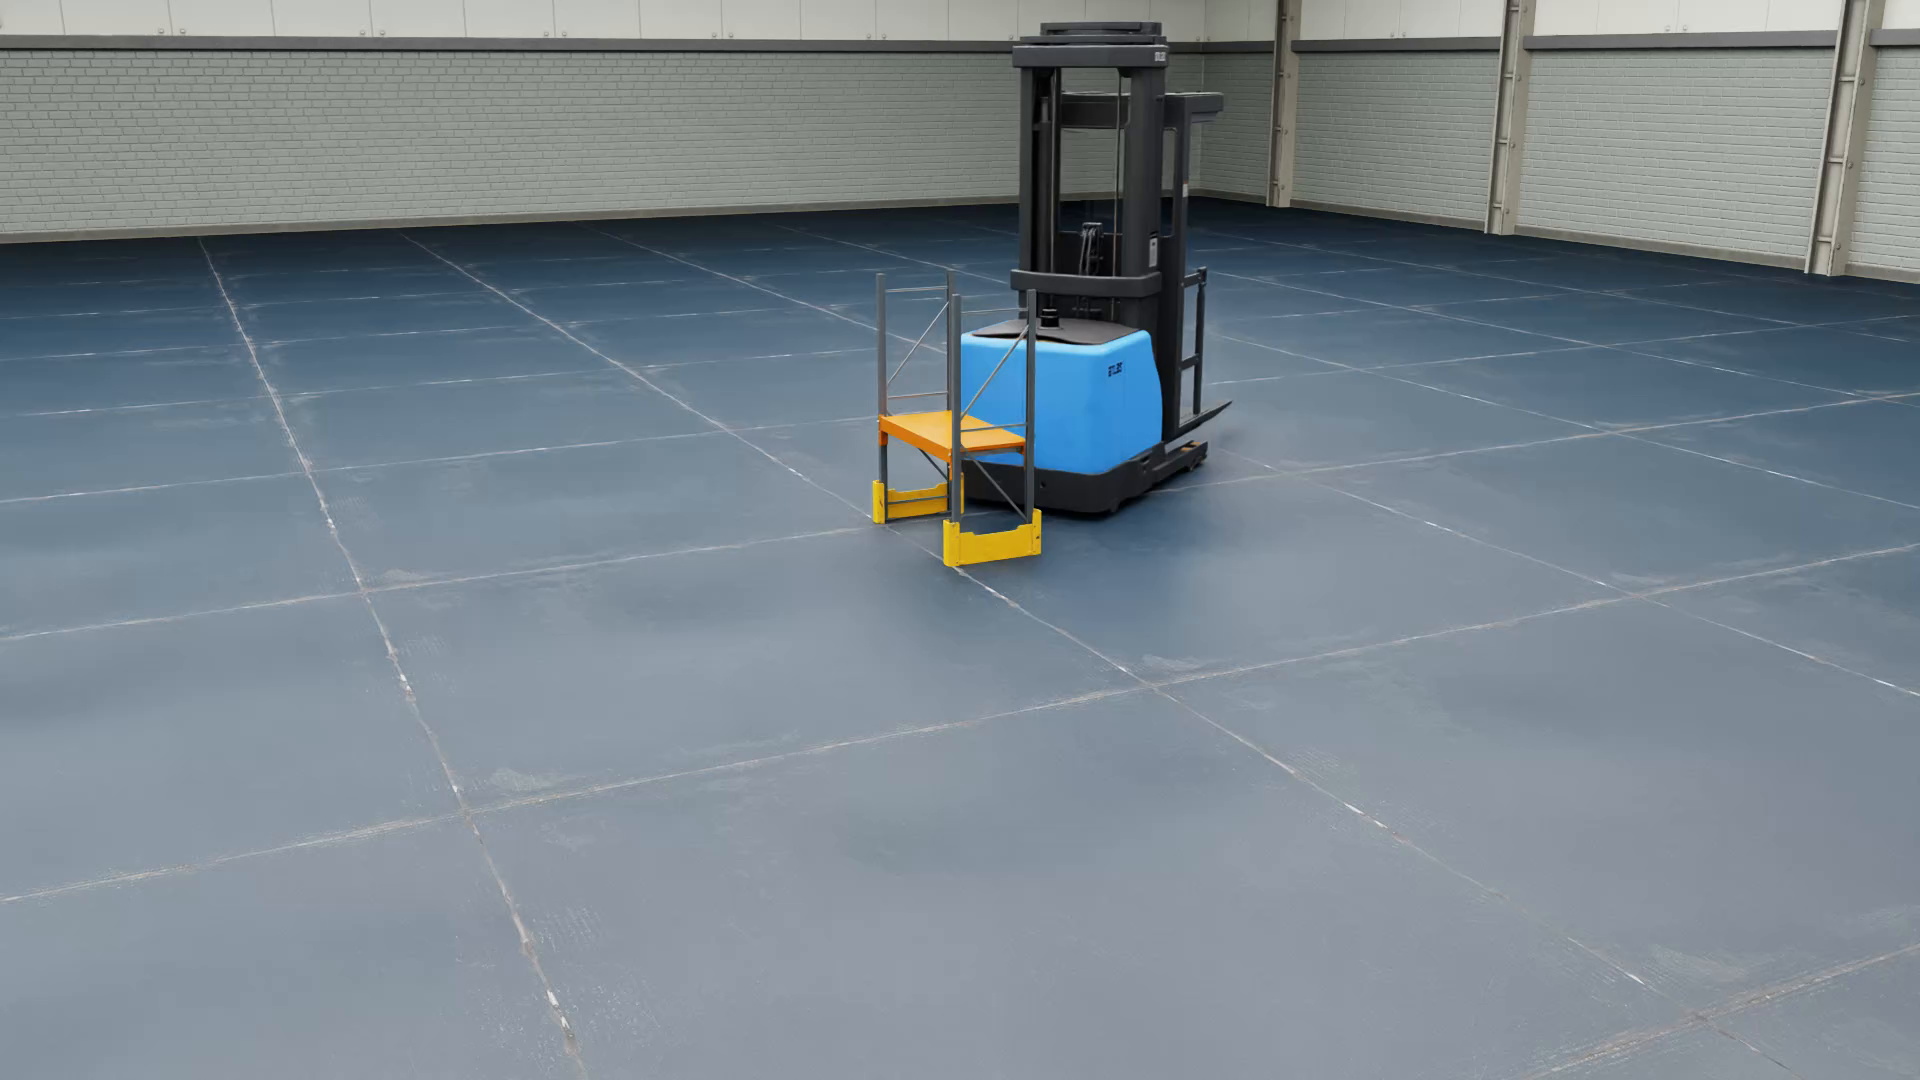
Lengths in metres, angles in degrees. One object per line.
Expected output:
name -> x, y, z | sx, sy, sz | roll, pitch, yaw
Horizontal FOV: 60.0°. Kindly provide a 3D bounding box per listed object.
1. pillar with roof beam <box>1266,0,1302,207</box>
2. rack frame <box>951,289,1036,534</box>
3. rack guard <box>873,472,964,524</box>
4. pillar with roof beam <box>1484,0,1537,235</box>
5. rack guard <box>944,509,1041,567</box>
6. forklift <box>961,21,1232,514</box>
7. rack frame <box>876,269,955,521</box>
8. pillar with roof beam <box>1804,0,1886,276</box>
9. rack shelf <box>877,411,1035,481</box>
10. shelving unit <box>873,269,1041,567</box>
pillar with roof beam -> 2.340, -10.310, 29.364 | 9.100, 9.000, 0.400 | -8, 18, -25
rack frame -> 0.185, -0.616, 9.178 | 0.500, 1.500, 0.032 | -8, 18, -25
rack guard -> -0.252, -0.263, 10.212 | 0.587, 0.250, 0.087 | -8, 18, -25
pillar with roof beam -> 4.968, -8.822, 24.180 | 9.100, 9.000, 0.400 | -8, 18, -25
rack guard -> 0.185, -0.016, 9.352 | 0.587, 0.250, 0.087 | -8, 18, -25
forklift -> 1.072, -1.930, 11.163 | 1.130, 2.935, 3.031 | 8, 18, 26
rack frame -> -0.260, -0.868, 10.057 | 0.500, 1.500, 0.032 | -8, 18, -25
pillar with roof beam -> 7.597, -7.335, 18.996 | 9.100, 9.000, 0.400 | -8, 18, -25
rack shelf -> -0.037, -0.569, 9.667 | 0.538, 0.185, 1.000 | -8, 18, -25
shelving unit -> -0.033, -0.740, 9.610 | 0.587, 1.500, 1.083 | -8, 18, -25
